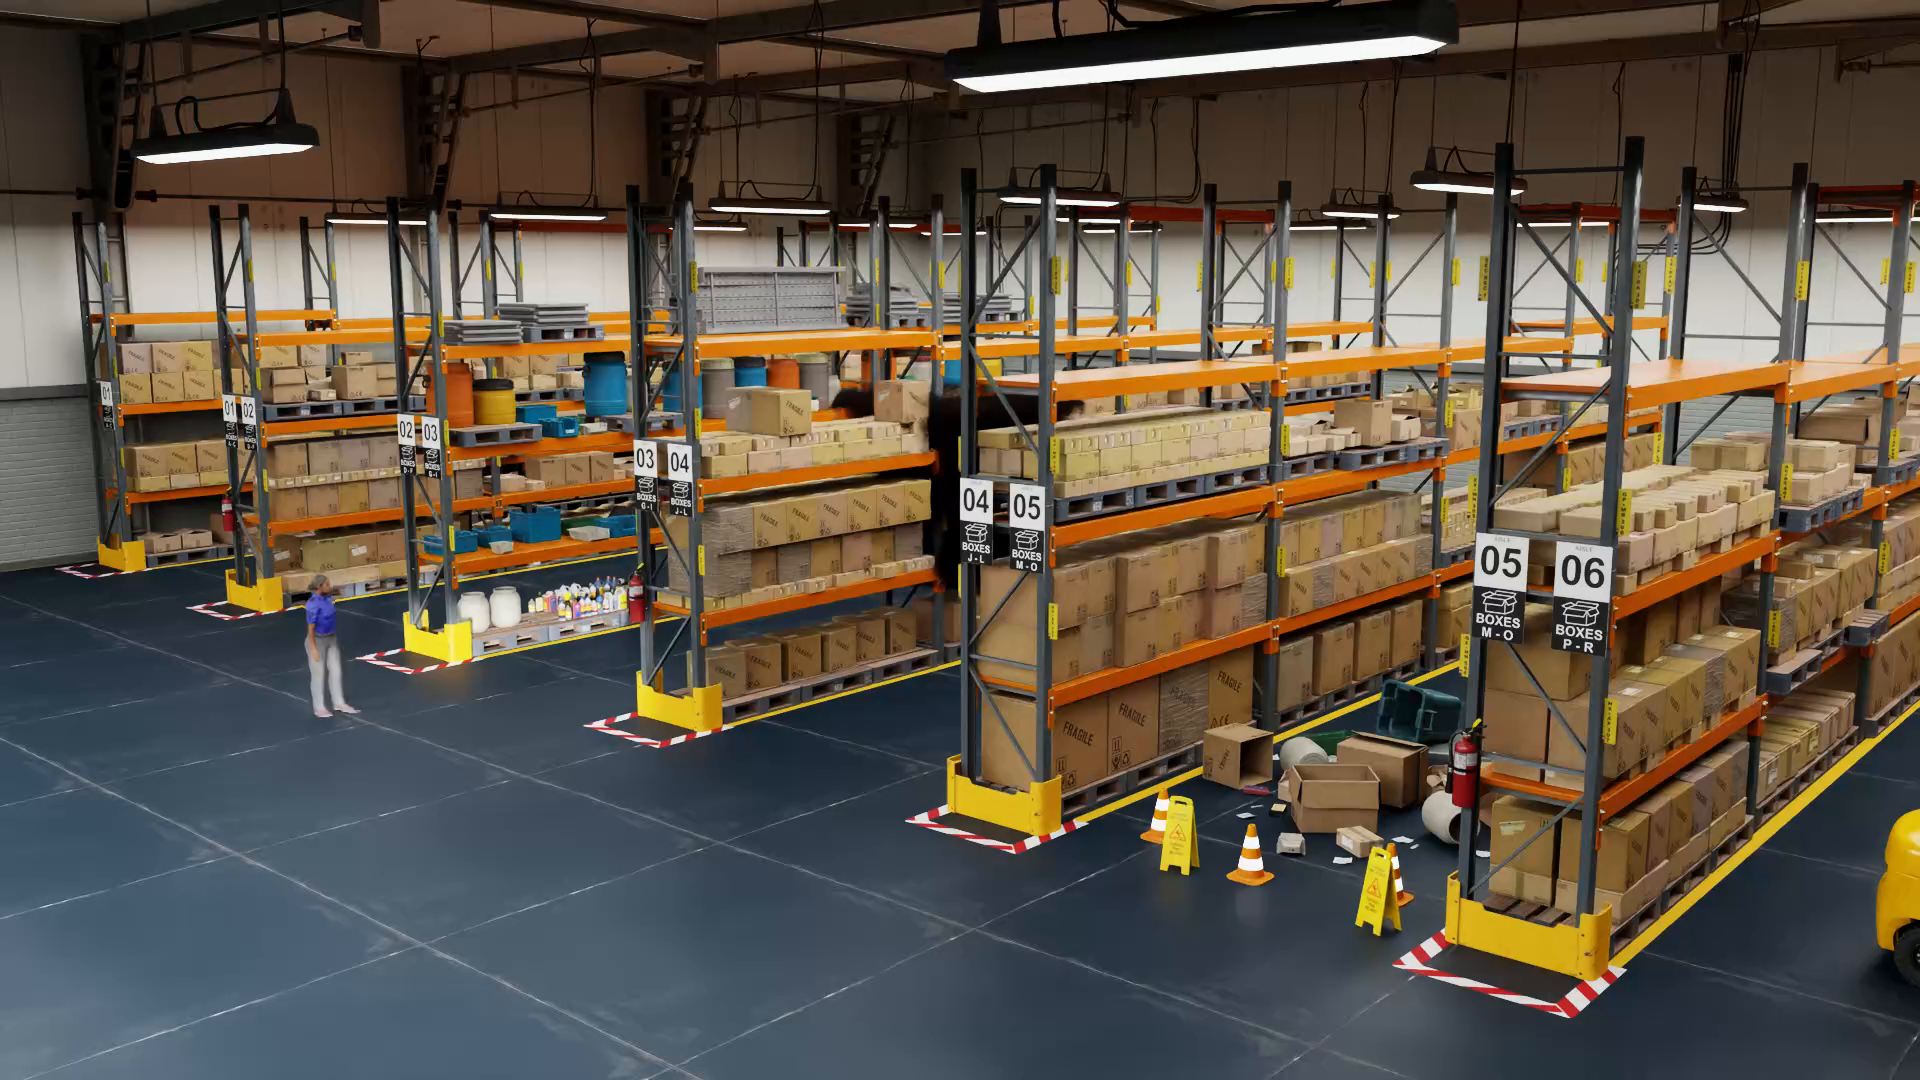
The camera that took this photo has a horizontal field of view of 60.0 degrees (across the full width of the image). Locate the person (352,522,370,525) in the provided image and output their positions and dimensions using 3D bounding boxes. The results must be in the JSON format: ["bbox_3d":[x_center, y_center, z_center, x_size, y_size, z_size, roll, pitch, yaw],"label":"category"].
[{"bbox_3d":[-10.829,-0.614,29.941,0.662,1.670,0.650,-3,10,-19],"label":"person"}]

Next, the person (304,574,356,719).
[{"bbox_3d":[-7.284,1.209,19.088,0.403,1.668,0.515,4,10,20],"label":"person"}]
